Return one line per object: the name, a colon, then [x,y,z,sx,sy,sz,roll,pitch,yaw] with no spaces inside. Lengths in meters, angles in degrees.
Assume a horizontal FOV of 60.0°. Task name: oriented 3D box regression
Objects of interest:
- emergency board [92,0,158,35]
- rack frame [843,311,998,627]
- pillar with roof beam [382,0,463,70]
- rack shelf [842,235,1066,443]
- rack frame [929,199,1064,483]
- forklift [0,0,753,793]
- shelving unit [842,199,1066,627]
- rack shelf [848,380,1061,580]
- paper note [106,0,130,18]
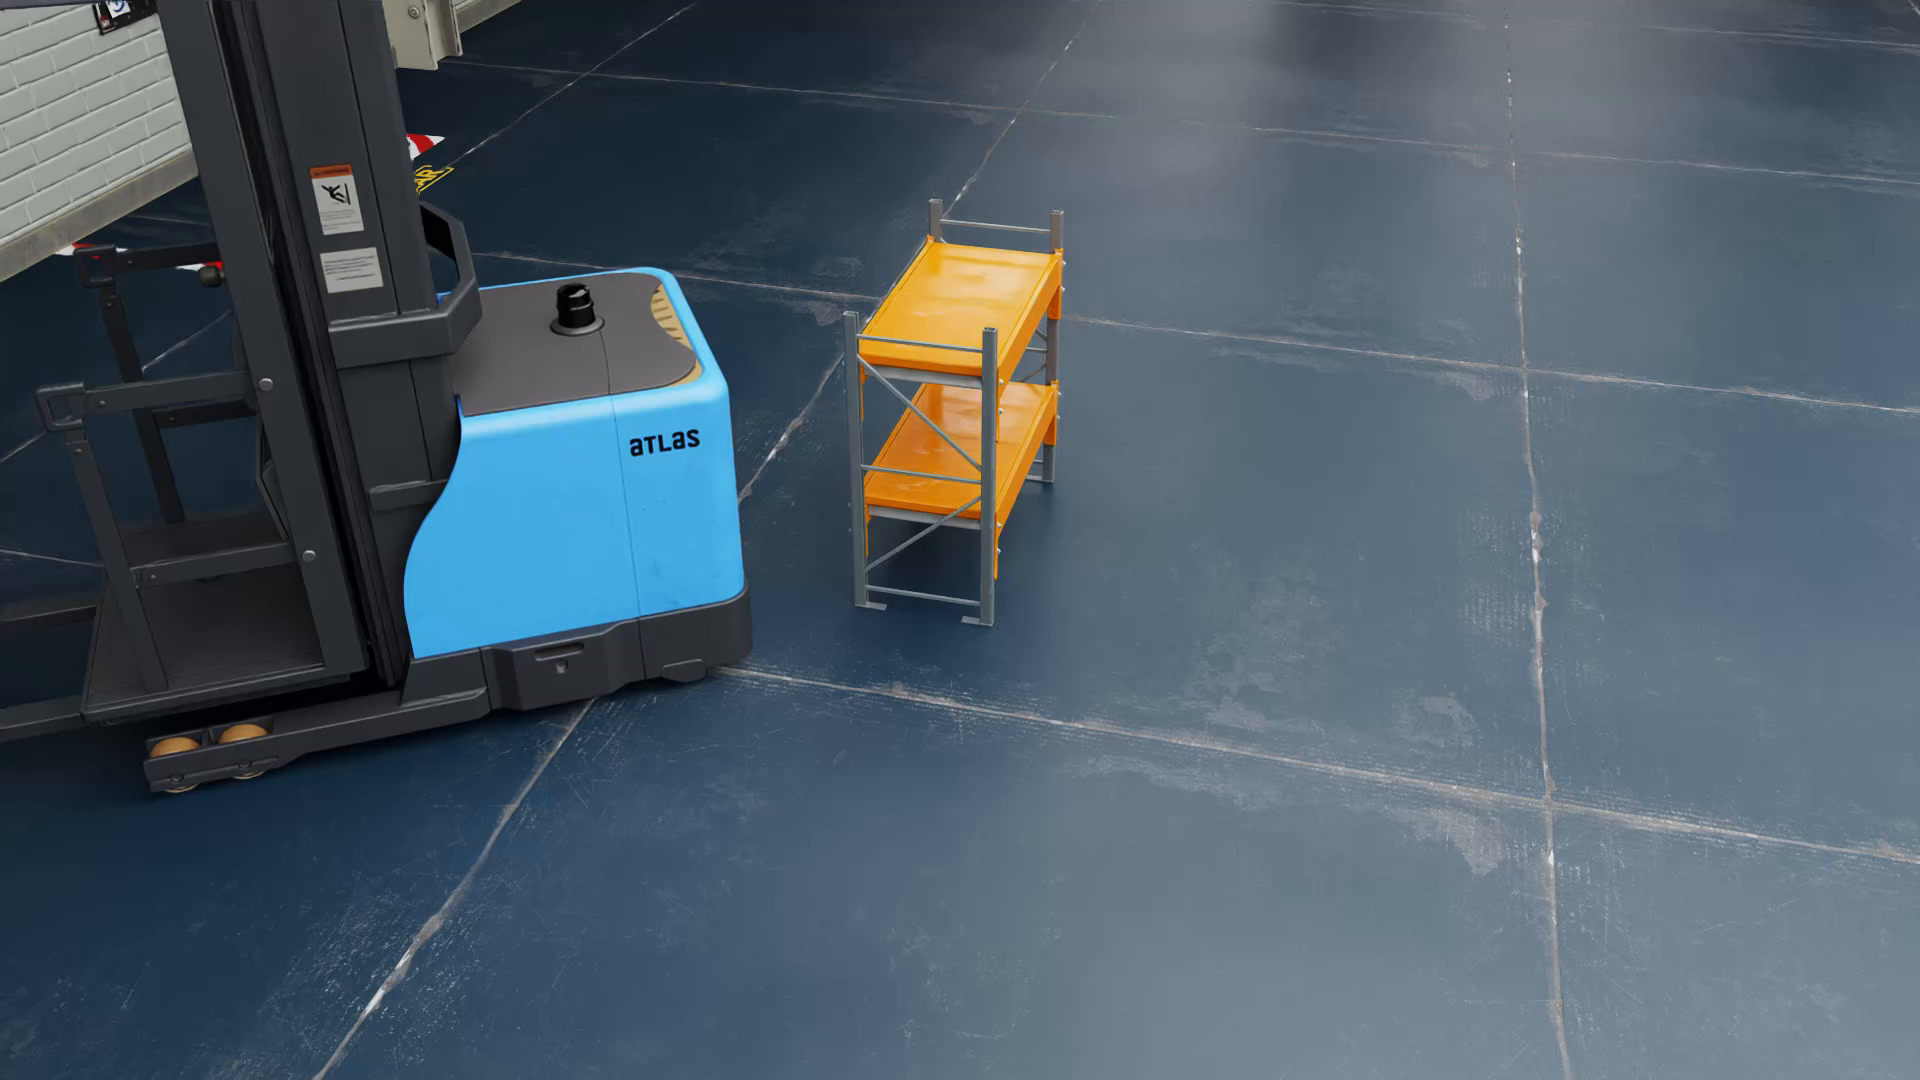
emergency board: [-4.320,-3.291,8.630,0.194,1.169,0.643,8,33,12]
rack frame: [-0.127,-0.214,5.539,0.500,1.125,0.032,8,33,12]
pillar with roof beam: [0.508,-6.513,8.108,9.100,9.000,0.400,8,33,12]
rack shelf: [0.002,-0.725,5.797,0.538,0.278,1.000,8,33,12]
rack frame: [0.131,-0.742,6.369,0.500,1.125,0.032,8,33,12]
forklift: [-2.266,-0.790,4.761,3.031,2.935,1.130,-10,34,-16]
shelving unit: [0.002,-0.478,5.954,0.538,1.125,1.048,8,33,12]
rack shelf: [0.002,-0.272,6.085,0.538,0.278,1.000,8,33,12]
paper note: [-4.431,-2.836,8.737,0.016,0.148,0.142,8,33,12]
